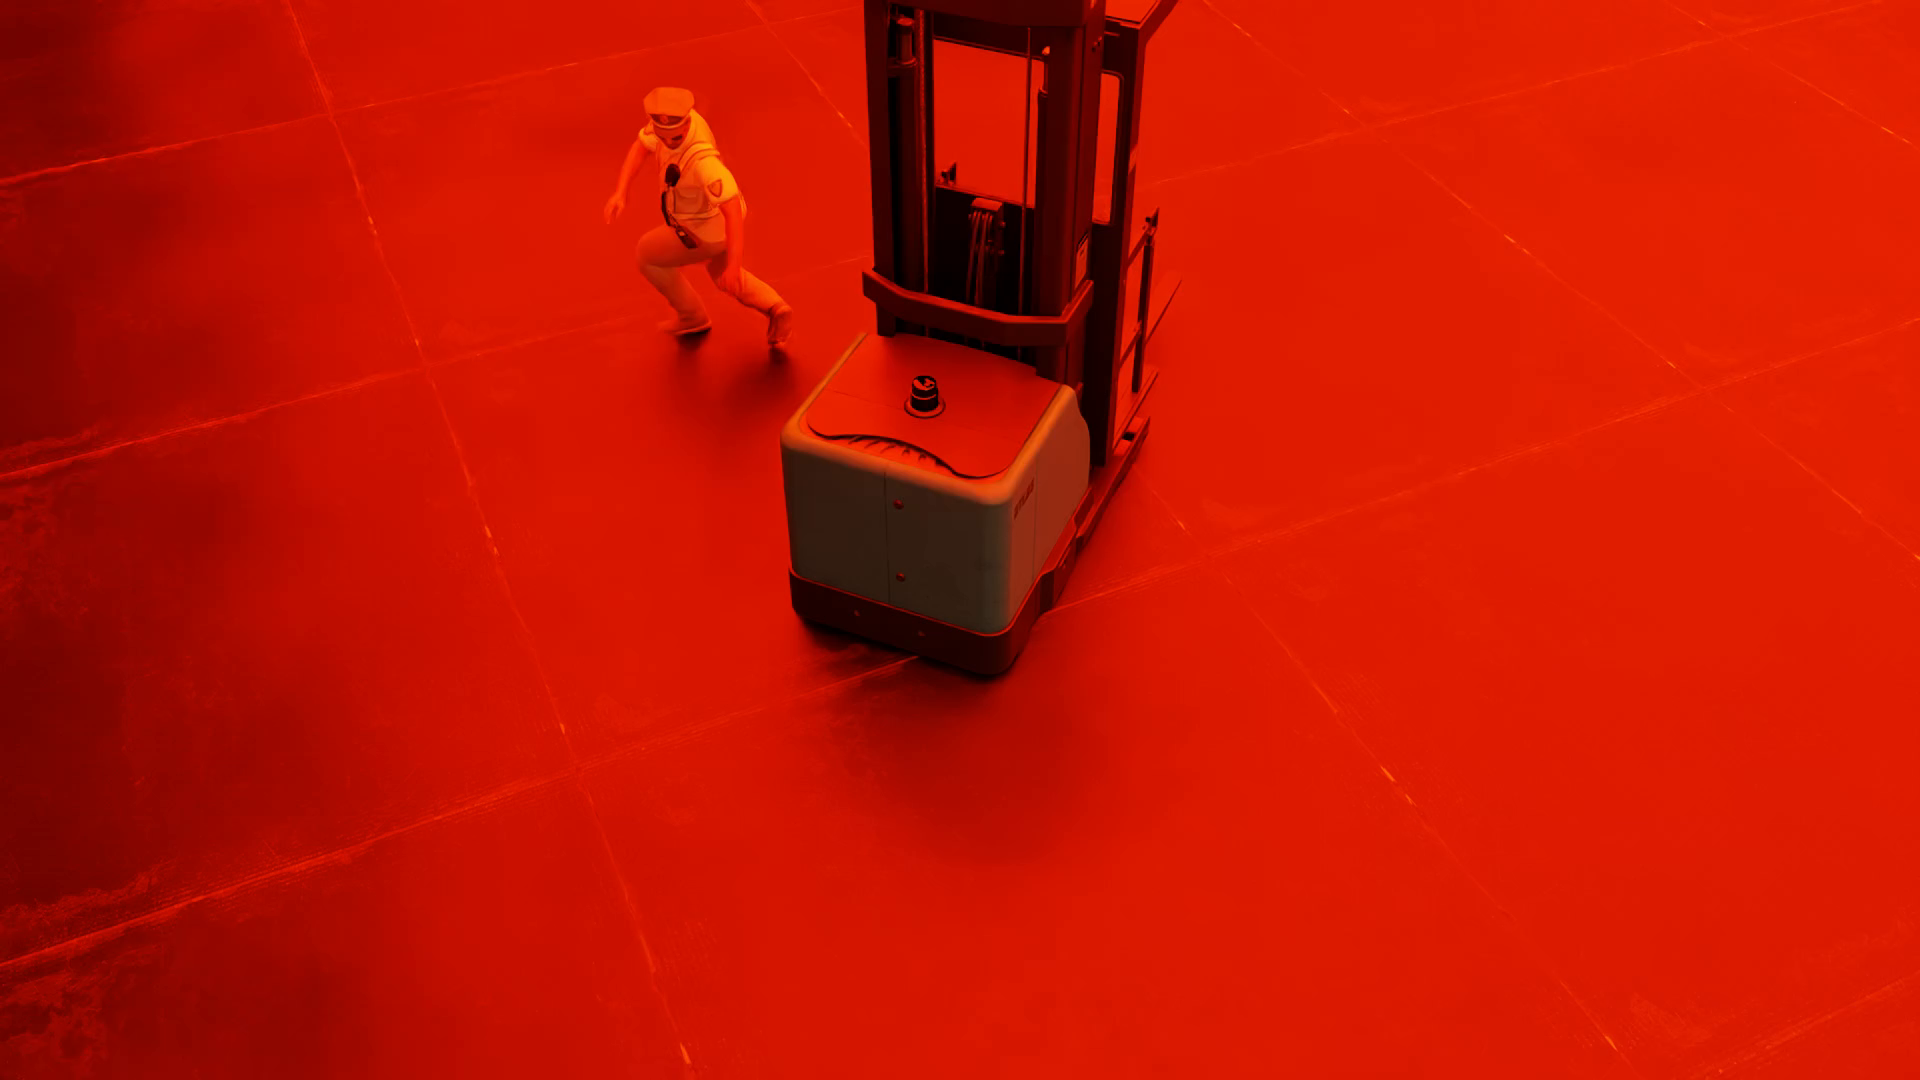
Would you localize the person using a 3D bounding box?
[{"bbox_3d":[-1.314,-1.605,8.488,0.908,1.526,0.650,10,44,10],"label":"person"}]

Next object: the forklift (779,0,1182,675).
[{"bbox_3d":[0.299,-1.510,7.298,1.130,2.935,3.031,16,45,17],"label":"forklift"}]
